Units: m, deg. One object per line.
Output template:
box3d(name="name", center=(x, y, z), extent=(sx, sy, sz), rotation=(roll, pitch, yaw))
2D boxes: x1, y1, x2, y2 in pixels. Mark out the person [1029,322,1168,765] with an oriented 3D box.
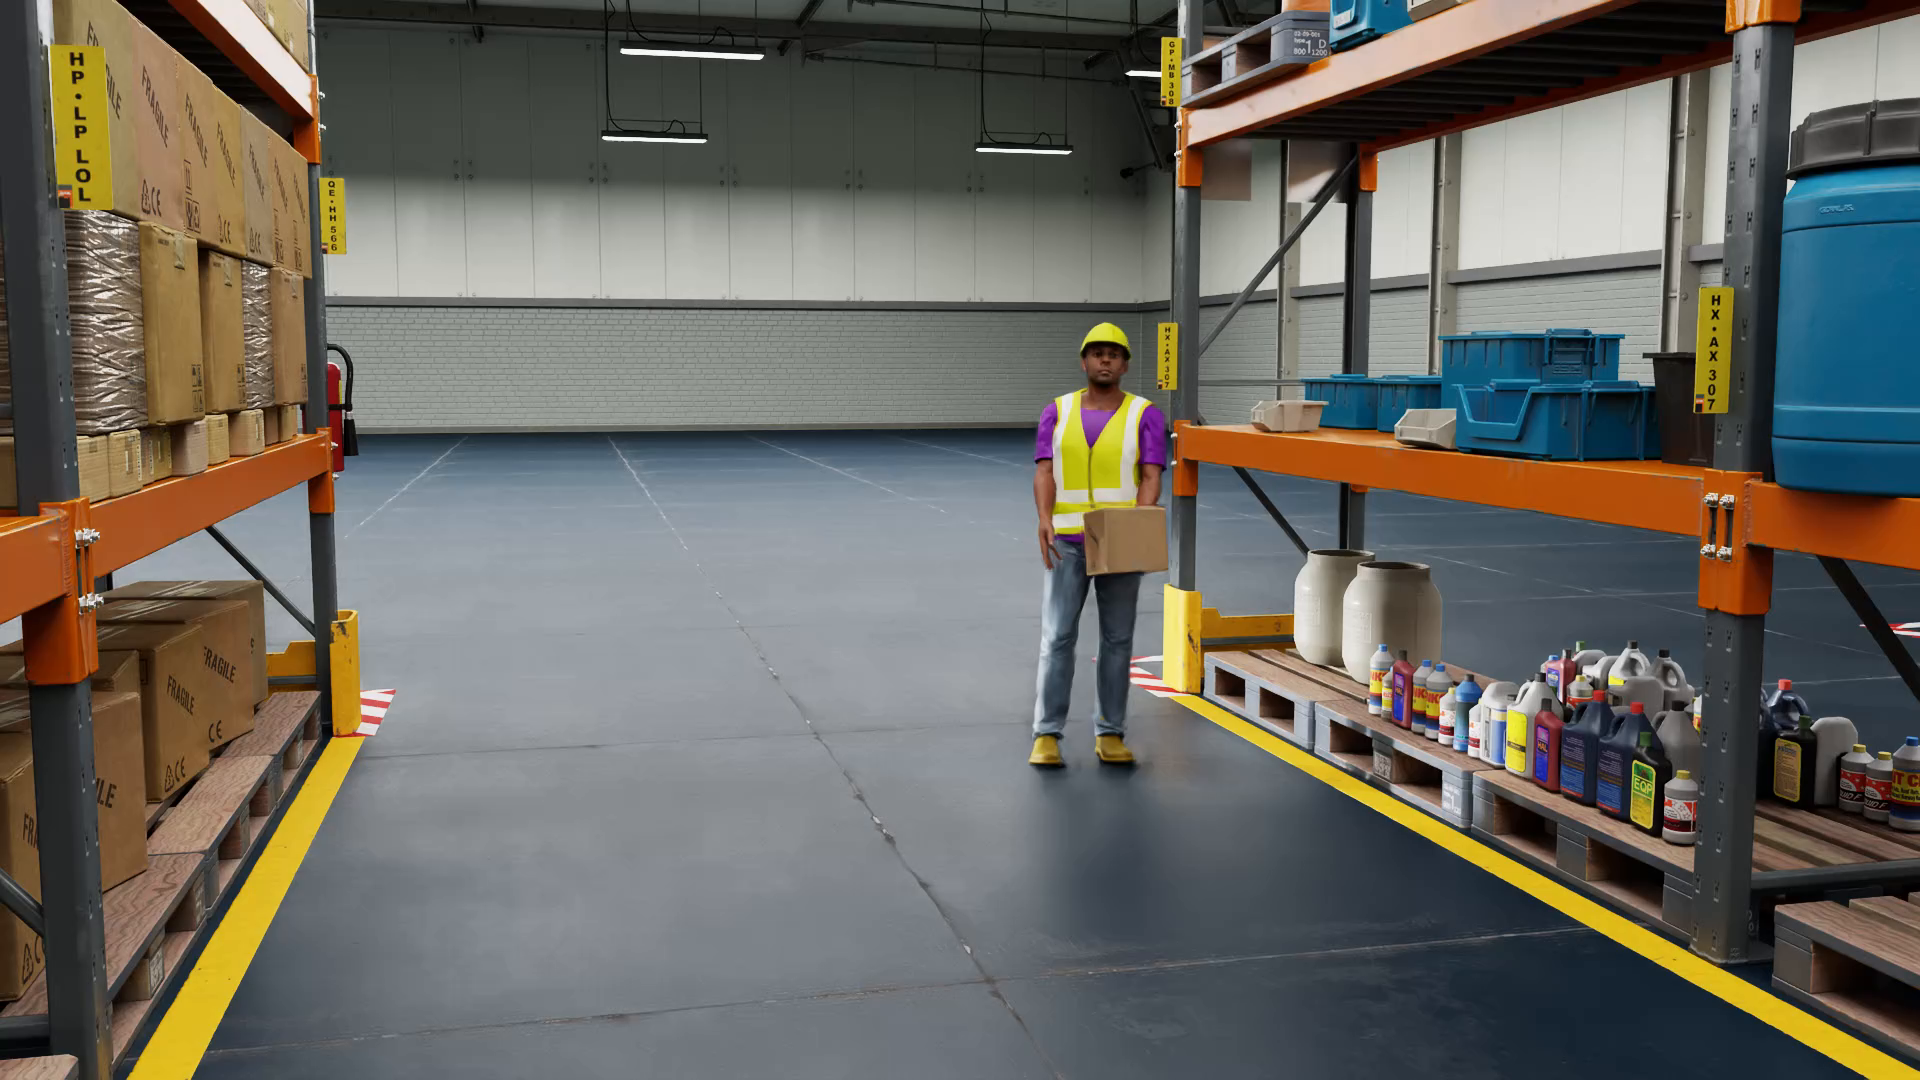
box3d(name="person", center=(0.554, 0.013, 6.689), extent=(0.537, 1.771, 0.538), rotation=(1, 6, 12))
